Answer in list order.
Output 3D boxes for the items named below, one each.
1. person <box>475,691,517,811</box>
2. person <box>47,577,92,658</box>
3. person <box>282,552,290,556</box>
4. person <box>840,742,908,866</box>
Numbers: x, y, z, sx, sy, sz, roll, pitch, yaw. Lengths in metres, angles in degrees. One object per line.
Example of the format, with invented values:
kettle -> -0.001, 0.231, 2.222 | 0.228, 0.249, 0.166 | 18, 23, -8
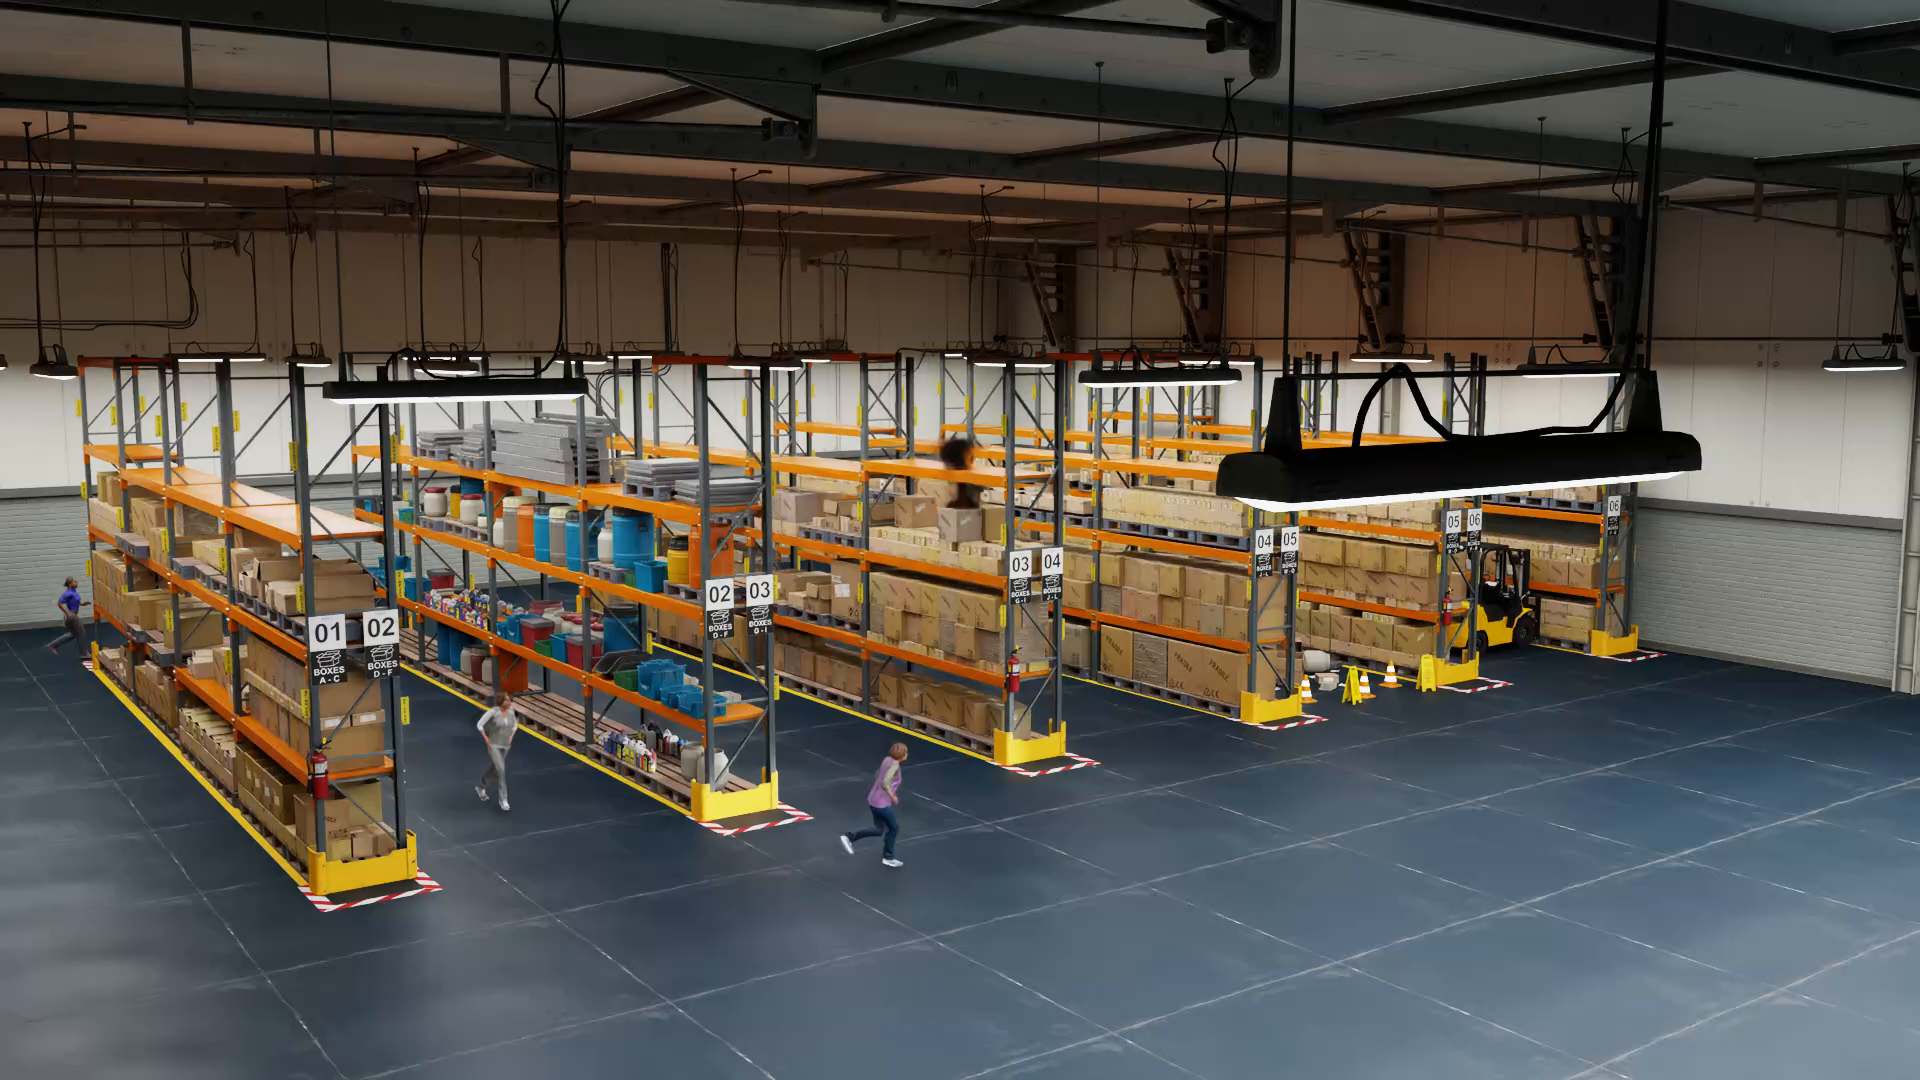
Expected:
person -> -6.294, 2.828, 22.589 | 0.767, 1.617, 0.564 | 7, 10, 43
person -> -17.542, 1.538, 32.754 | 0.858, 1.634, 0.568 | -4, 8, -27
person -> -15.328, 1.047, 37.015 | 1.111, 1.549, 0.676 | 0, 7, -2
person -> -1.023, 3.193, 19.872 | 0.825, 1.550, 0.539 | -1, 7, -7
